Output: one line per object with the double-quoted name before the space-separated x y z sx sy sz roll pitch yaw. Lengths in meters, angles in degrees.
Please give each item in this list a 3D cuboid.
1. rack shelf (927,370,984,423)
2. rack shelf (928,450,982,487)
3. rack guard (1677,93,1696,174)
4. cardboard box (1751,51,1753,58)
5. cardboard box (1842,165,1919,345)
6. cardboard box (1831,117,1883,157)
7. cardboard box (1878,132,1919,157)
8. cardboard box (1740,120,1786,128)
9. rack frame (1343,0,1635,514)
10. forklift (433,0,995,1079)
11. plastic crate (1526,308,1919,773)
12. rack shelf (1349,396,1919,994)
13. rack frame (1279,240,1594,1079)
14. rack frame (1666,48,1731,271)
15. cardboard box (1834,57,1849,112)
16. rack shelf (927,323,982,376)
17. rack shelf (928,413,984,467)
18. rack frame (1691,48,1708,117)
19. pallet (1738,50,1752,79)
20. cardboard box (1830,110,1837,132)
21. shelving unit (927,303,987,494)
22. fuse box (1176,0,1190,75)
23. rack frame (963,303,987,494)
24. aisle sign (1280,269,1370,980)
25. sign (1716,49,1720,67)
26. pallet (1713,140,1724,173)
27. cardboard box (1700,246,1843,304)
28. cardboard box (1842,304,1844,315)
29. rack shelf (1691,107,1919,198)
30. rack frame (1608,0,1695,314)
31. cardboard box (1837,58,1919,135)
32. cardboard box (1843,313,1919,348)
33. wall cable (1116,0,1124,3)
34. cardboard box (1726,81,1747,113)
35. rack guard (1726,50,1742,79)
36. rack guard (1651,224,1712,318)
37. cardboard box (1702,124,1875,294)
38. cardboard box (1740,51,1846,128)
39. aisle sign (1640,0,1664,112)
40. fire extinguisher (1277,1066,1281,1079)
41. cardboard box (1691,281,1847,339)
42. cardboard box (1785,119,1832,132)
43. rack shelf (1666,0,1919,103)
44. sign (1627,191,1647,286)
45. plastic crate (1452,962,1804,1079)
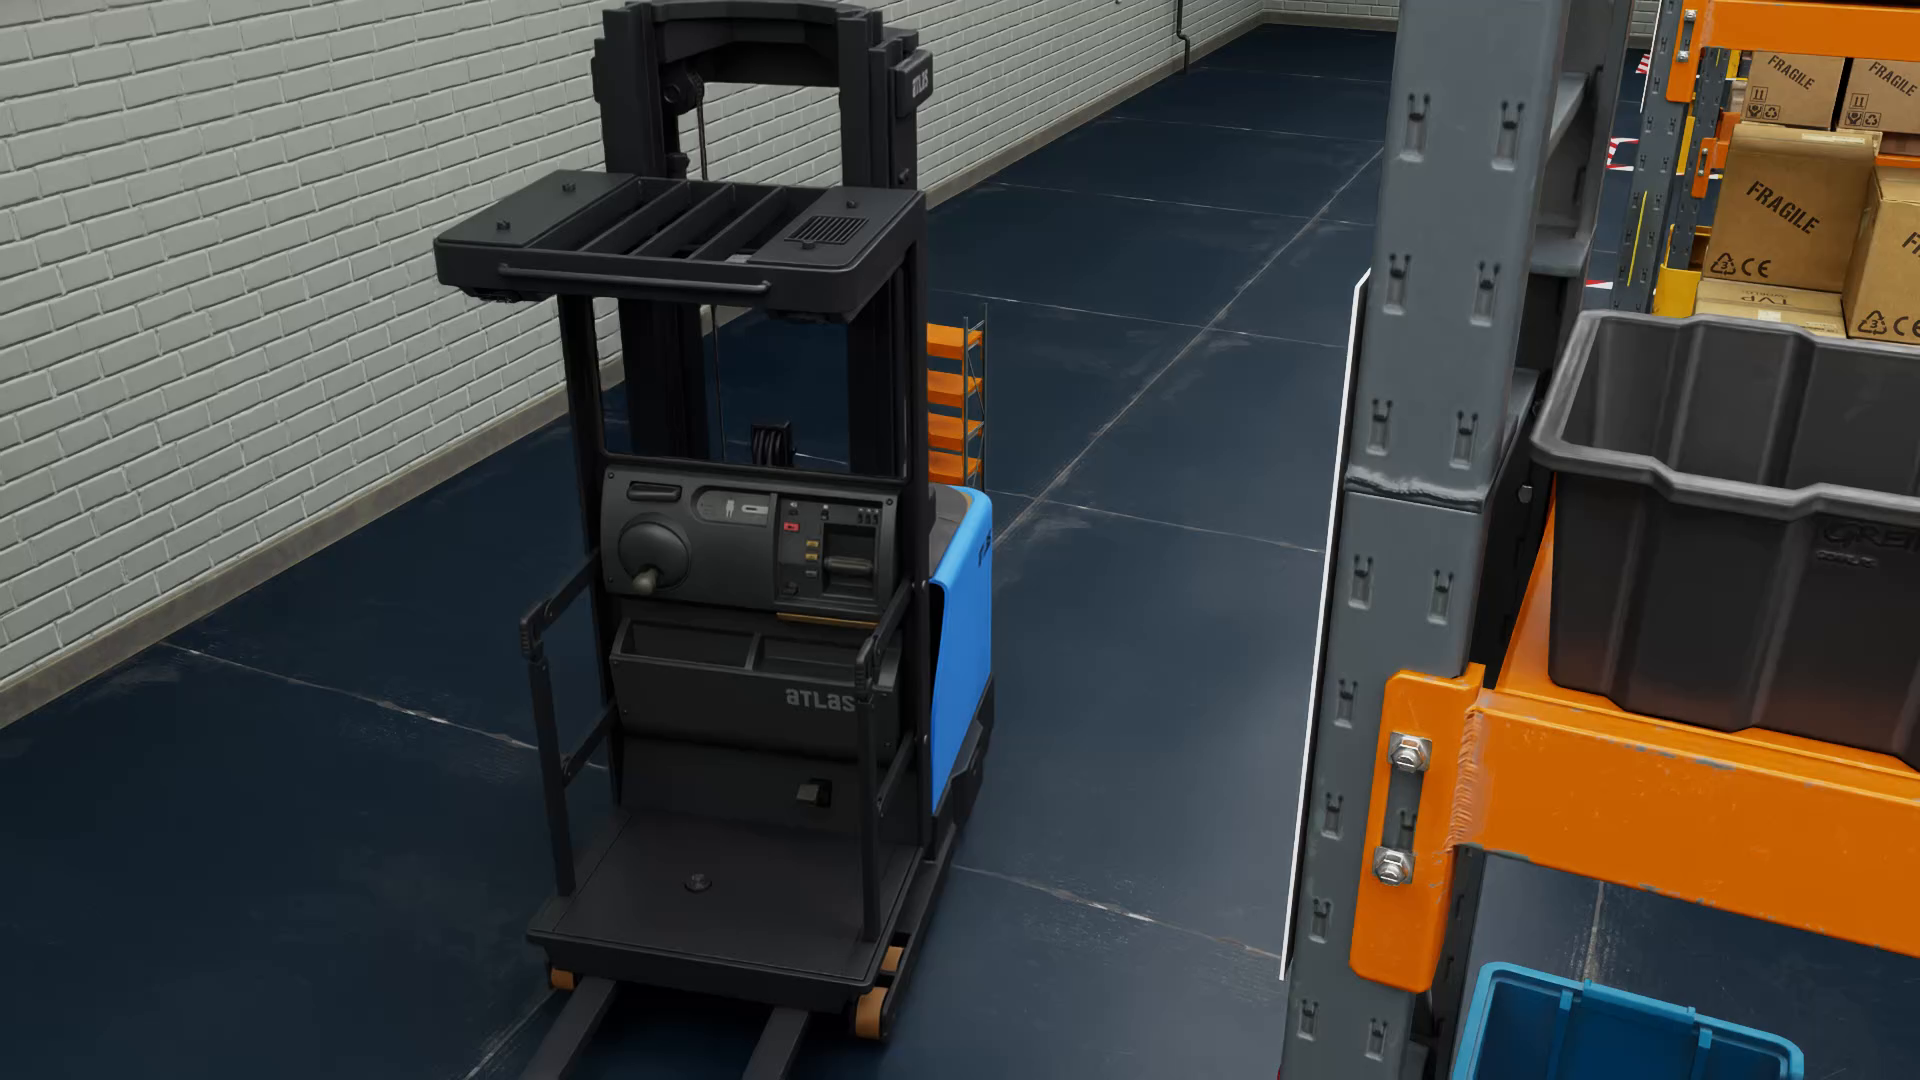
"rack shelf" -0.151 -0.709 7.977 0.480 0.148 0.258 11 28 22
"rack shelf" -0.151 -0.330 8.164 0.480 0.148 0.258 11 28 22
"rack guard" 6.753 -3.749 15.299 0.348 0.500 1.175 11 28 22
"cardboard box" 9.343 -5.781 18.947 0.637 0.503 0.797 10 28 20
"cardboard box" 3.453 -0.996 5.862 0.500 0.500 0.500 11 28 21
"cardboard box" 5.448 -2.453 10.121 0.250 0.149 0.380 11 28 20
"cardboard box" 5.741 -2.461 10.137 0.250 0.149 0.380 13 29 24
"cardboard box" 4.977 -2.554 10.325 0.250 0.149 0.380 11 28 21
"rack frame" 0.622 -1.582 1.275 0.127 3.000 1.000 11 28 22
"forklift" -0.688 0.042 4.847 1.130 2.935 3.031 6 27 11
"plastic crate" 0.857 0.005 1.595 0.590 0.269 0.497 11 28 22
"rack shelf" 2.443 0.453 1.353 4.000 0.370 1.077 11 28 22
"rack frame" 0.622 1.110 2.600 0.127 3.000 1.000 11 28 22
"rack frame" 4.818 -2.857 10.658 0.127 3.000 1.000 11 28 22
"cardboard box" 5.800 -2.961 10.418 0.500 0.500 0.500 11 28 21
"rack shelf" -0.151 -0.921 7.873 0.480 0.148 0.258 11 28 22
"rack shelf" -0.151 -0.508 8.076 0.480 0.148 0.258 11 28 22
"rack frame" 6.775 -4.866 14.738 0.127 3.000 1.000 11 28 22
"pallet" 9.621 -5.452 19.086 1.213 0.211 1.003 11 28 22
"cardboard box" 5.677 -2.698 10.619 0.250 0.149 0.380 11 28 21
"shelving unit" -0.151 -0.569 8.046 0.503 1.200 0.258 11 28 22
"fuse box" 2.634 -6.128 18.759 0.414 1.711 0.539 11 28 22
"rack frame" 0.071 -0.524 7.956 0.015 1.200 0.240 11 28 22
"aisle sign" 0.434 0.050 1.810 0.004 0.787 0.394 11 28 22
"sign" 4.593 -3.028 10.023 0.005 0.325 0.100 11 28 22
"pallet" 7.535 -3.500 15.121 1.213 0.211 1.003 11 28 22
"cardboard box" 3.223 -0.966 6.649 0.500 0.250 0.500 11 28 21
"cardboard box" 3.685 -0.873 6.460 0.500 0.250 0.500 11 28 21
"rack shelf" 6.638 -2.169 10.074 4.000 0.370 1.077 11 28 22
"rack frame" 2.672 -0.882 6.645 0.127 3.000 1.000 11 28 22
"cardboard box" 5.610 -2.755 10.000 0.500 0.500 0.500 11 28 22
"cardboard box" 3.474 -0.659 6.026 0.500 0.250 0.500 11 28 21
"wall cable" 1.632 -6.358 16.582 0.123 1.953 0.585 11 28 22
"cardboard box" 7.417 -3.825 15.048 0.875 0.438 0.875 10 28 20
"rack guard" 8.895 -5.727 19.317 0.348 0.500 1.175 11 28 22
"rack guard" 4.887 -1.722 11.182 0.348 0.500 1.175 11 28 22
"cardboard box" 3.225 -1.301 6.480 0.500 0.500 0.500 12 29 22
"cardboard box" 5.112 -2.843 10.178 0.500 0.500 0.500 13 29 24
"aisle sign" 2.483 -1.940 5.852 0.004 0.787 0.394 11 28 22
"fire extinguisher" 0.673 1.102 3.126 0.183 0.674 0.296 11 28 22
"cardboard box" 2.998 -0.751 6.213 0.500 0.250 0.500 11 28 20
"cardboard box" 5.226 -2.524 10.265 0.250 0.149 0.380 12 29 24
"rack shelf" 4.493 -1.539 5.398 4.000 0.370 1.077 11 28 22
"sign" 2.437 -1.083 5.985 0.005 0.325 0.100 11 28 22
"plastic crate" 1.004 1.053 2.607 0.499 0.435 0.616 11 28 22
